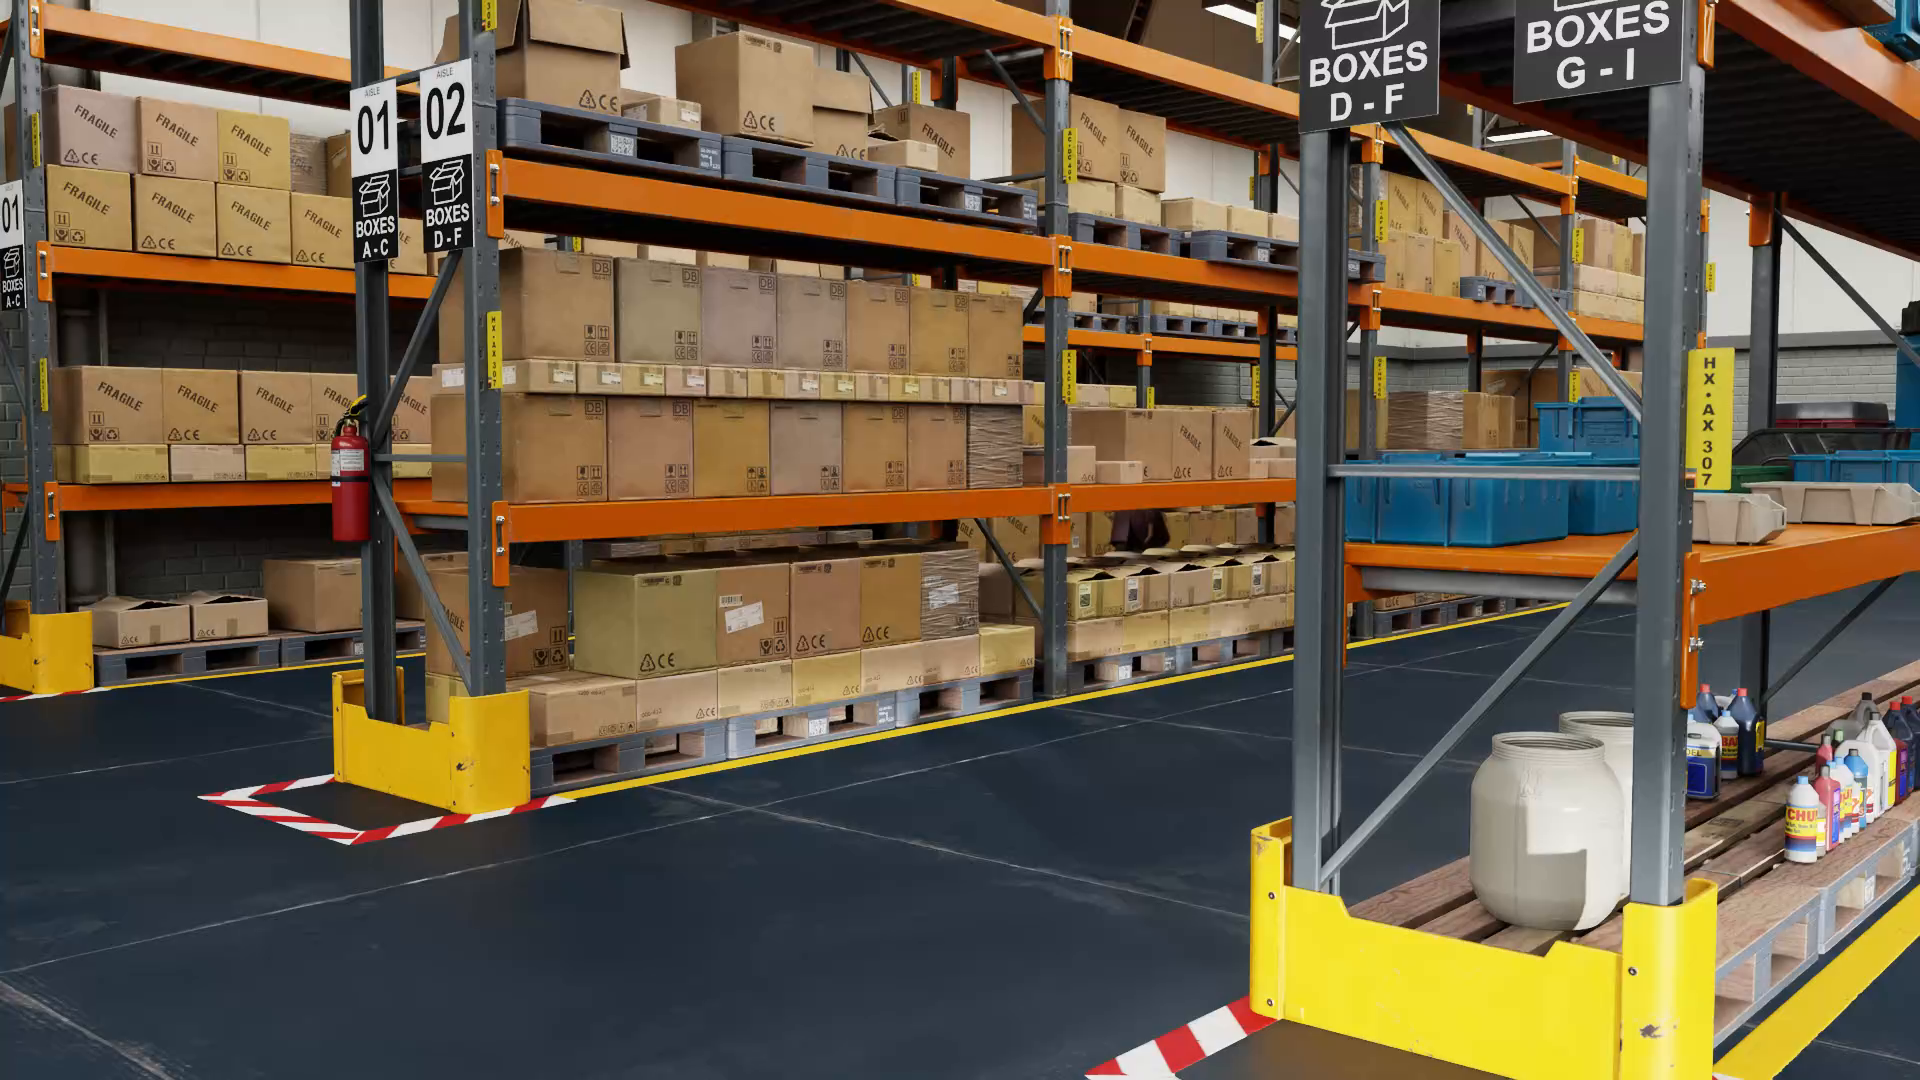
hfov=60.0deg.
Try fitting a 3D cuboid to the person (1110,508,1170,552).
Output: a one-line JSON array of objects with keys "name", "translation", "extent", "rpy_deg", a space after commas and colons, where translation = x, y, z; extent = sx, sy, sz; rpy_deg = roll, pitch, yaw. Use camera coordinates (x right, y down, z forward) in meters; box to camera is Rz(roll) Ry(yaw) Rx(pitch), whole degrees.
[{"name": "person", "translation": [1.566, -0.182, 14.747], "extent": [0.565, 1.732, 1.100], "rpy_deg": [2, 4, 32]}]
